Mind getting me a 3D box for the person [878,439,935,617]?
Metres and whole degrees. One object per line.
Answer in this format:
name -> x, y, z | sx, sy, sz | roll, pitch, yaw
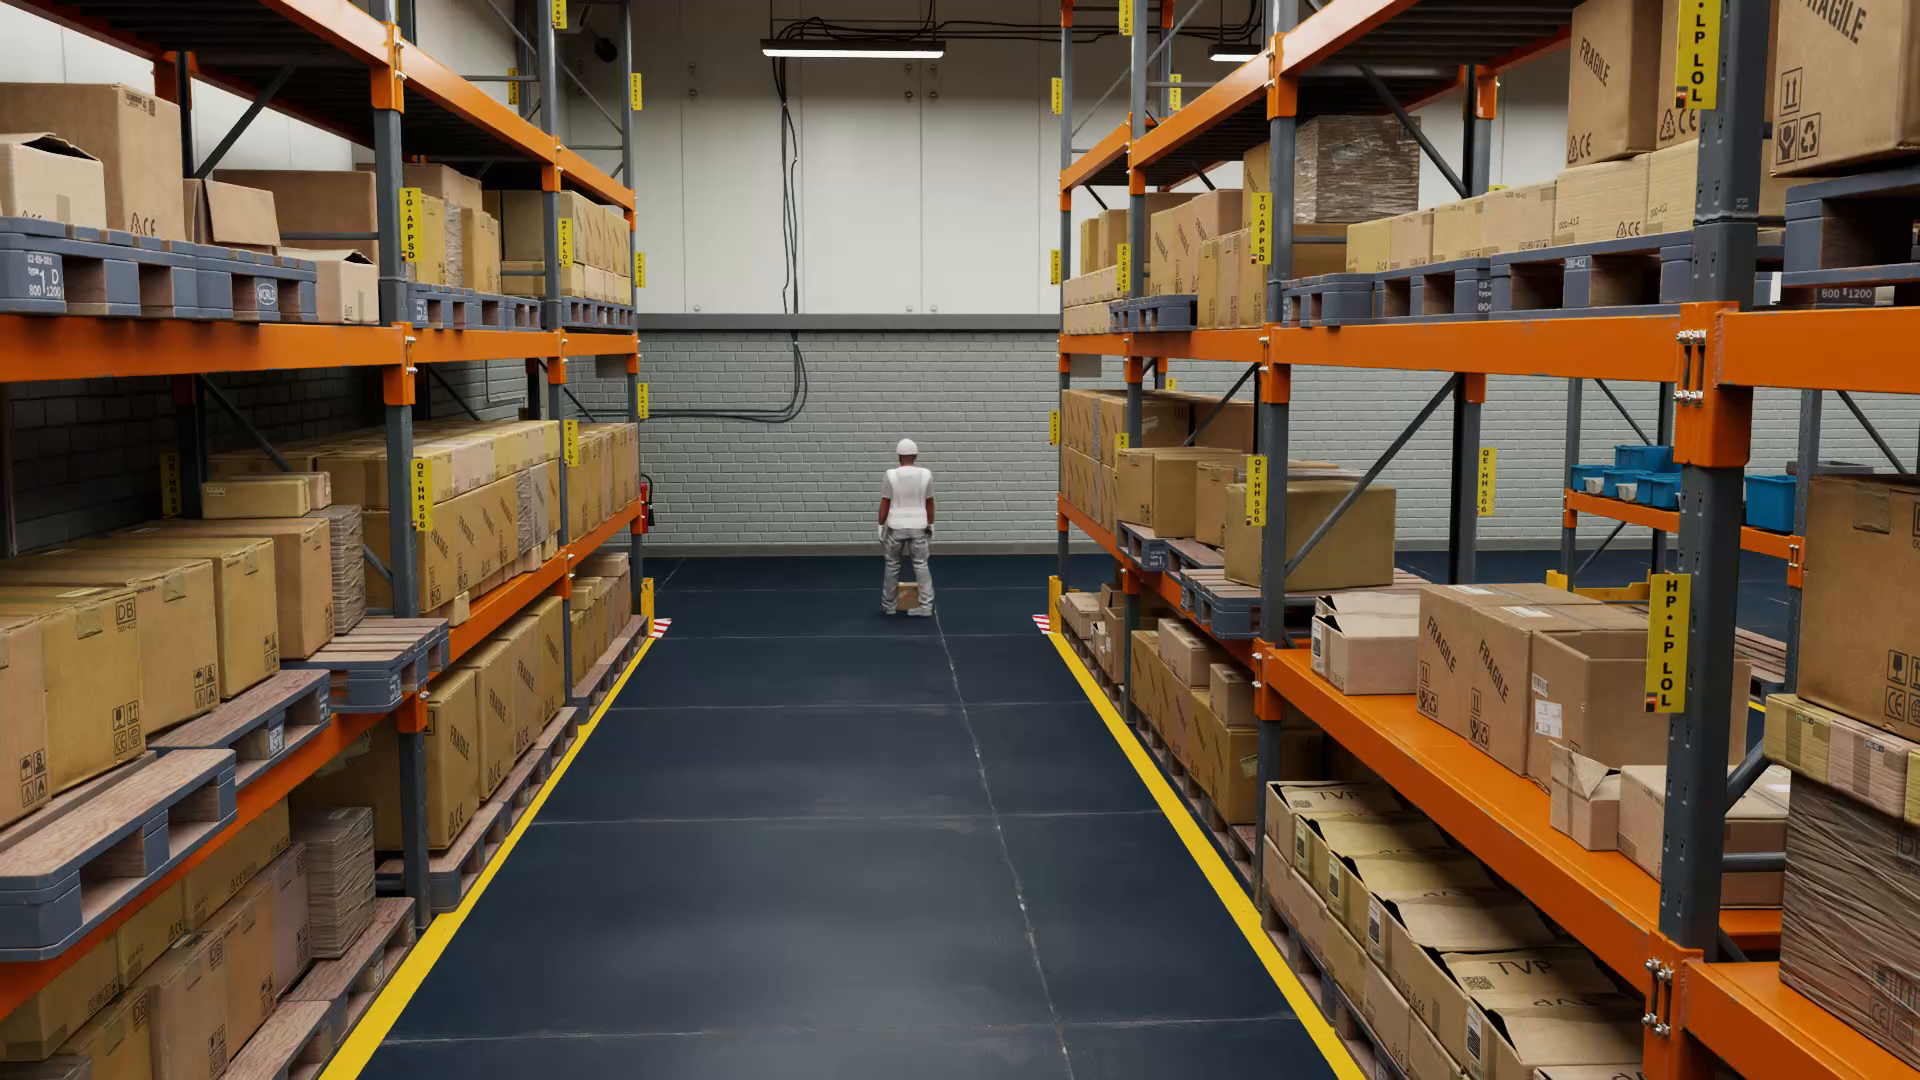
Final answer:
person -> -0.557, -0.131, 16.738 | 0.573, 1.788, 0.578 | -2, 7, -13
